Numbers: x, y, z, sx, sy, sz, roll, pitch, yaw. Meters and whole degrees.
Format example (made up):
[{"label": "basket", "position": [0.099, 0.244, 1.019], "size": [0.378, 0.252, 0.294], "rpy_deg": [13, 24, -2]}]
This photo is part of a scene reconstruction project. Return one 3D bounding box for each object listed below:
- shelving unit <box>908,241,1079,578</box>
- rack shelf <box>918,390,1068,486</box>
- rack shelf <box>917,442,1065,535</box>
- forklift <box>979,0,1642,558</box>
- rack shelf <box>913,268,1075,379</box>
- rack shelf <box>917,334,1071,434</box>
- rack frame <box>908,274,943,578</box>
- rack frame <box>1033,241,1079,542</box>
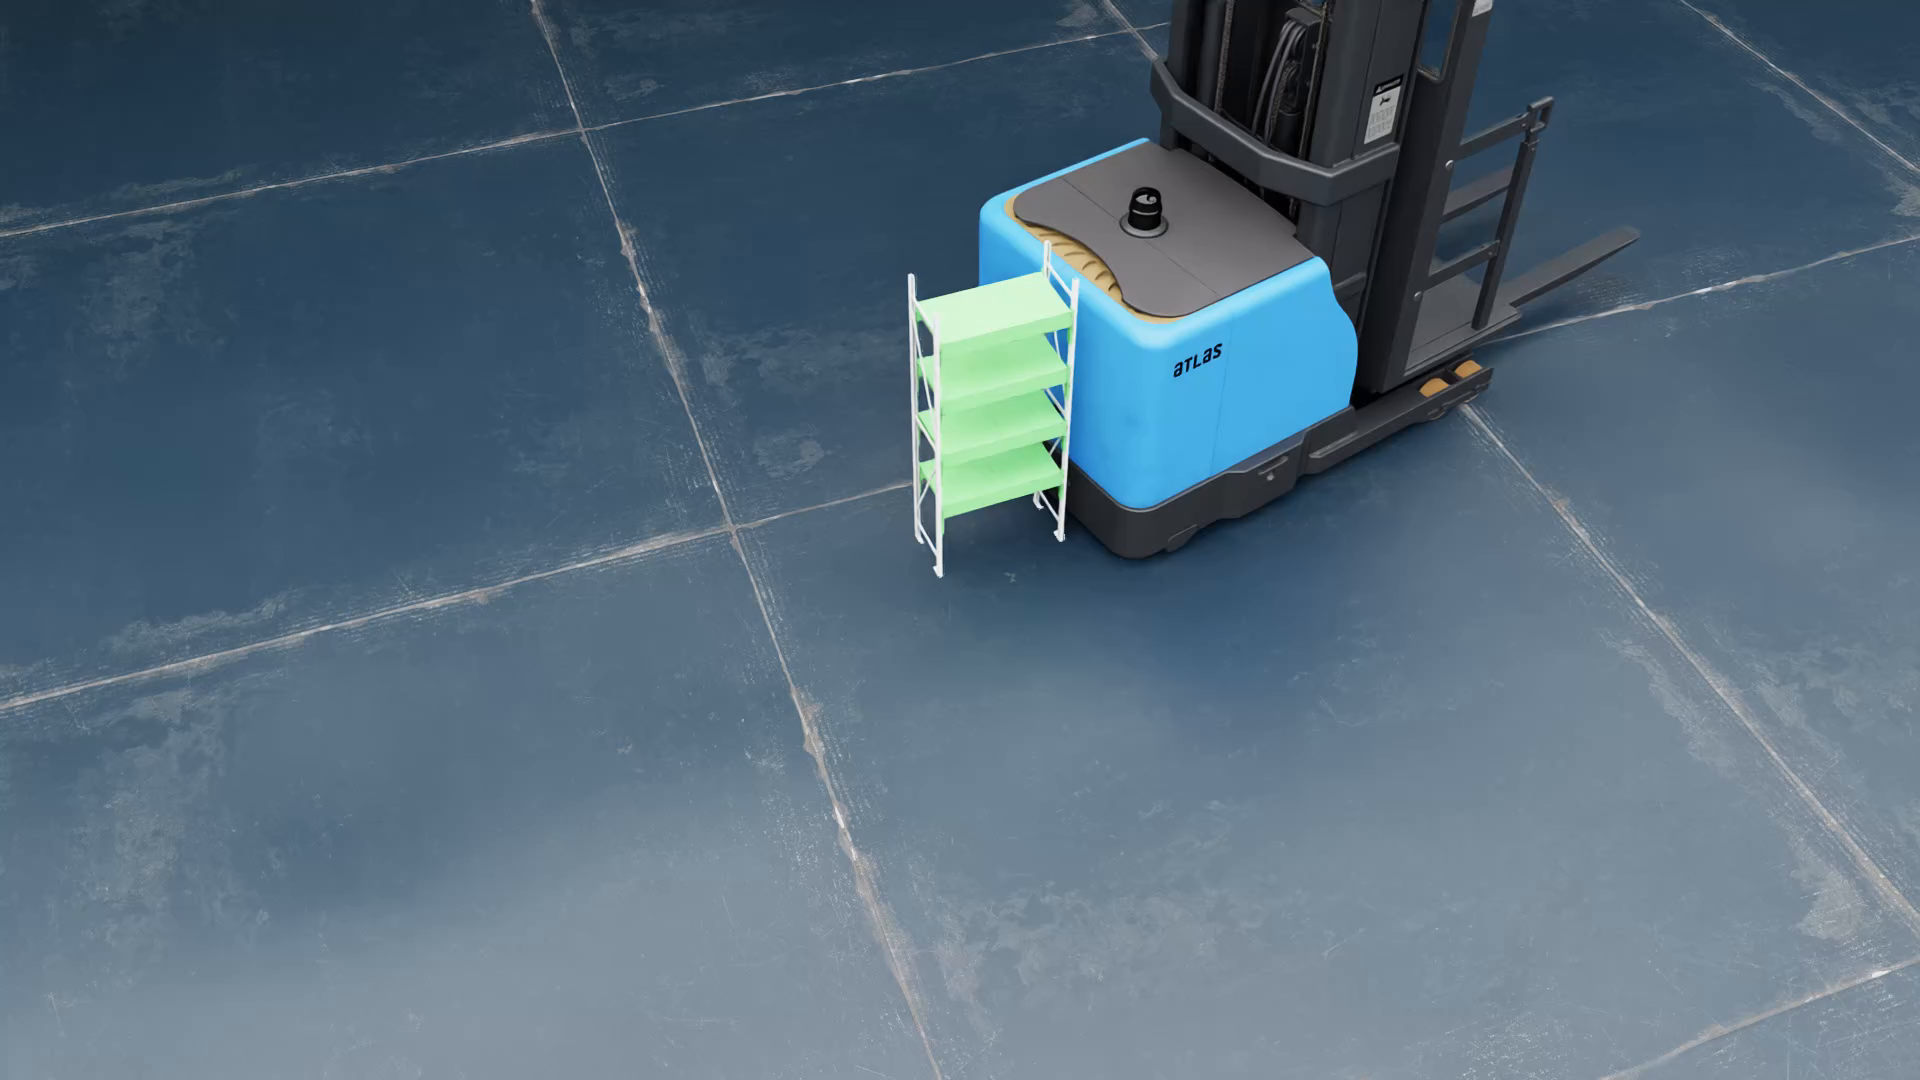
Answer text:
[{"label": "shelving unit", "position": [0.109, -0.431, 5.832], "size": [0.503, 1.200, 0.258], "rpy_deg": [-16, 47, -16]}, {"label": "rack shelf", "position": [0.109, -0.385, 5.877], "size": [0.480, 0.148, 0.258], "rpy_deg": [-16, 47, -16]}, {"label": "rack shelf", "position": [0.109, -0.216, 6.047], "size": [0.480, 0.148, 0.258], "rpy_deg": [-16, 47, -16]}, {"label": "forklift", "position": [1.555, -1.804, 5.979], "size": [3.031, 2.935, 1.130], "rpy_deg": [-26, 51, -24]}, {"label": "rack shelf", "position": [0.109, -0.724, 5.537], "size": [0.480, 0.148, 0.258], "rpy_deg": [-16, 47, -16]}, {"label": "rack shelf", "position": [0.109, -0.555, 5.707], "size": [0.480, 0.148, 0.258], "rpy_deg": [-16, 47, -16]}, {"label": "rack frame", "position": [-0.117, -0.365, 5.766], "size": [0.015, 1.200, 0.240], "rpy_deg": [-16, 47, -16]}, {"label": "rack frame", "position": [0.334, -0.496, 5.898], "size": [0.015, 1.200, 0.240], "rpy_deg": [-16, 47, -16]}]
